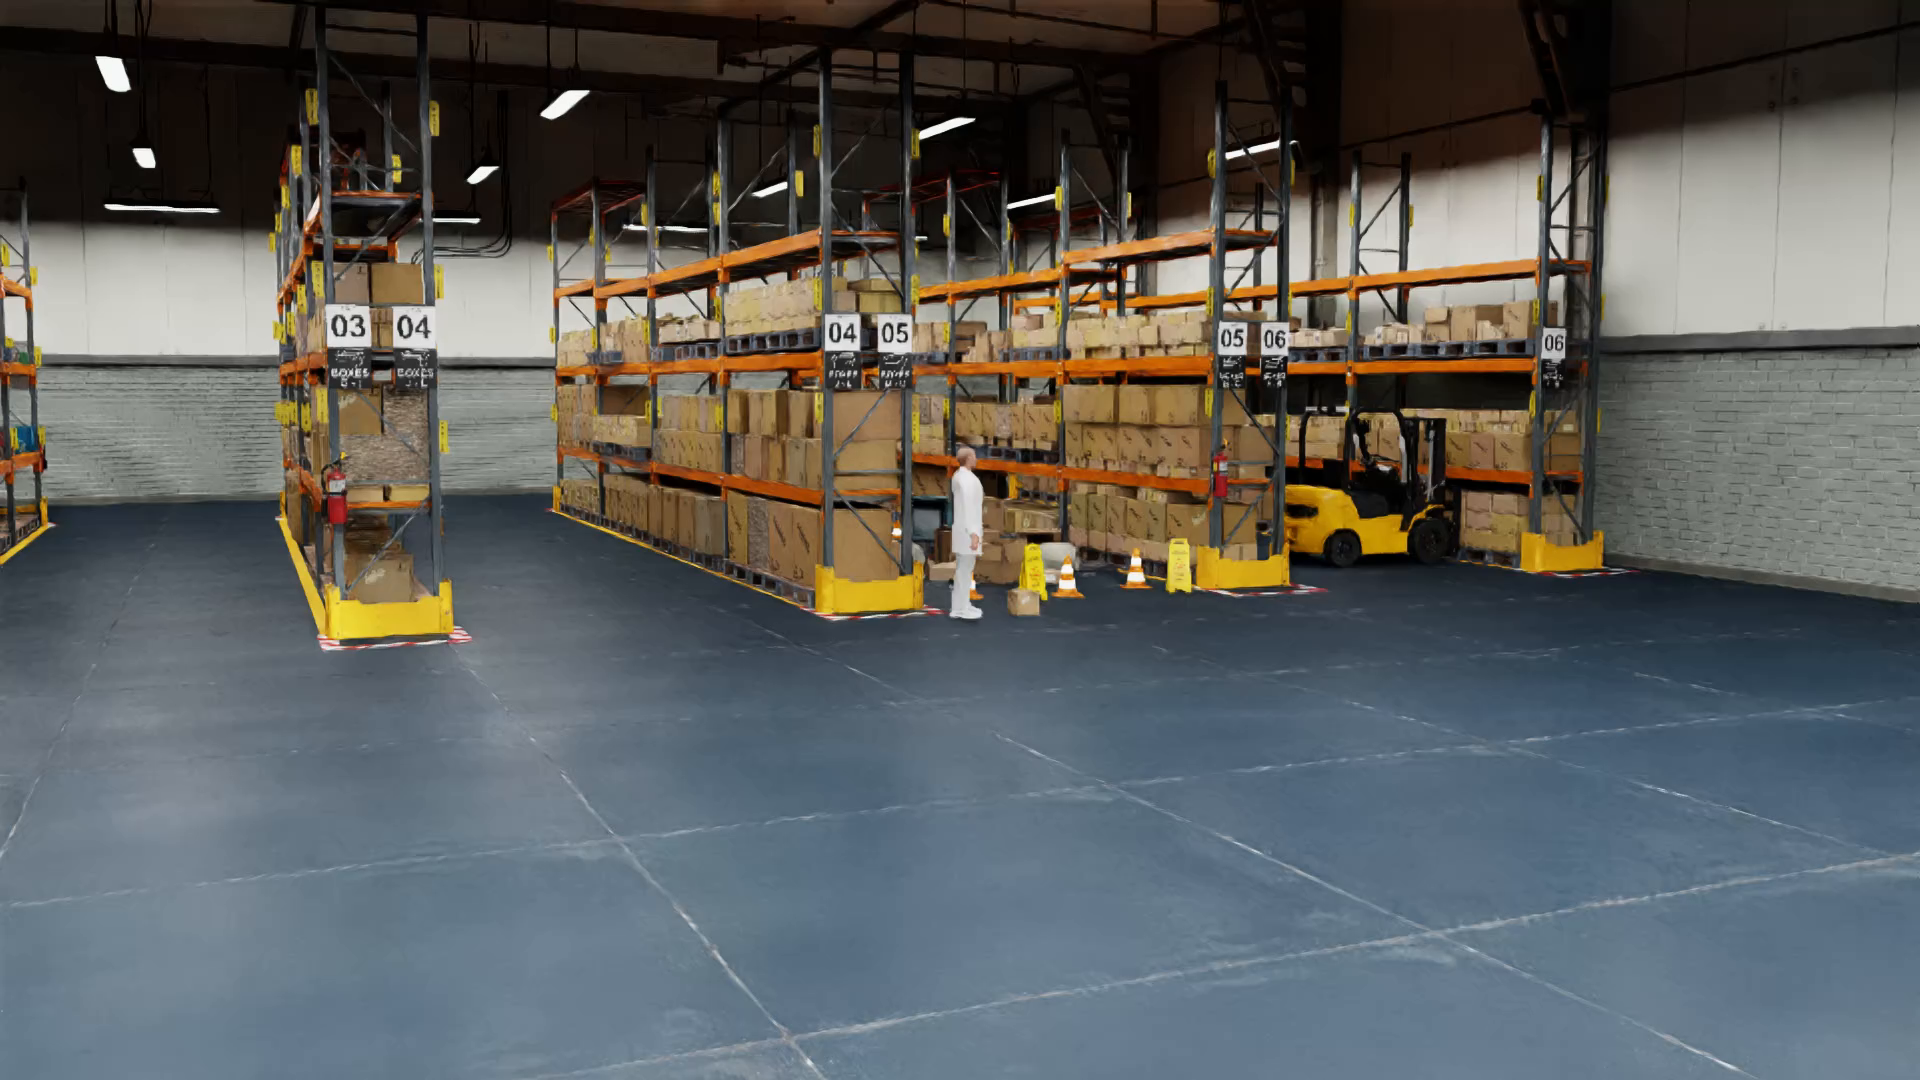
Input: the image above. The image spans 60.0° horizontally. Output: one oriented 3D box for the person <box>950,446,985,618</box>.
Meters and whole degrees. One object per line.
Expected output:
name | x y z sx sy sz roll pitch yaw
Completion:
person | 0.079 -0.084 17.351 0.377 1.784 0.697 -1 5 -9
